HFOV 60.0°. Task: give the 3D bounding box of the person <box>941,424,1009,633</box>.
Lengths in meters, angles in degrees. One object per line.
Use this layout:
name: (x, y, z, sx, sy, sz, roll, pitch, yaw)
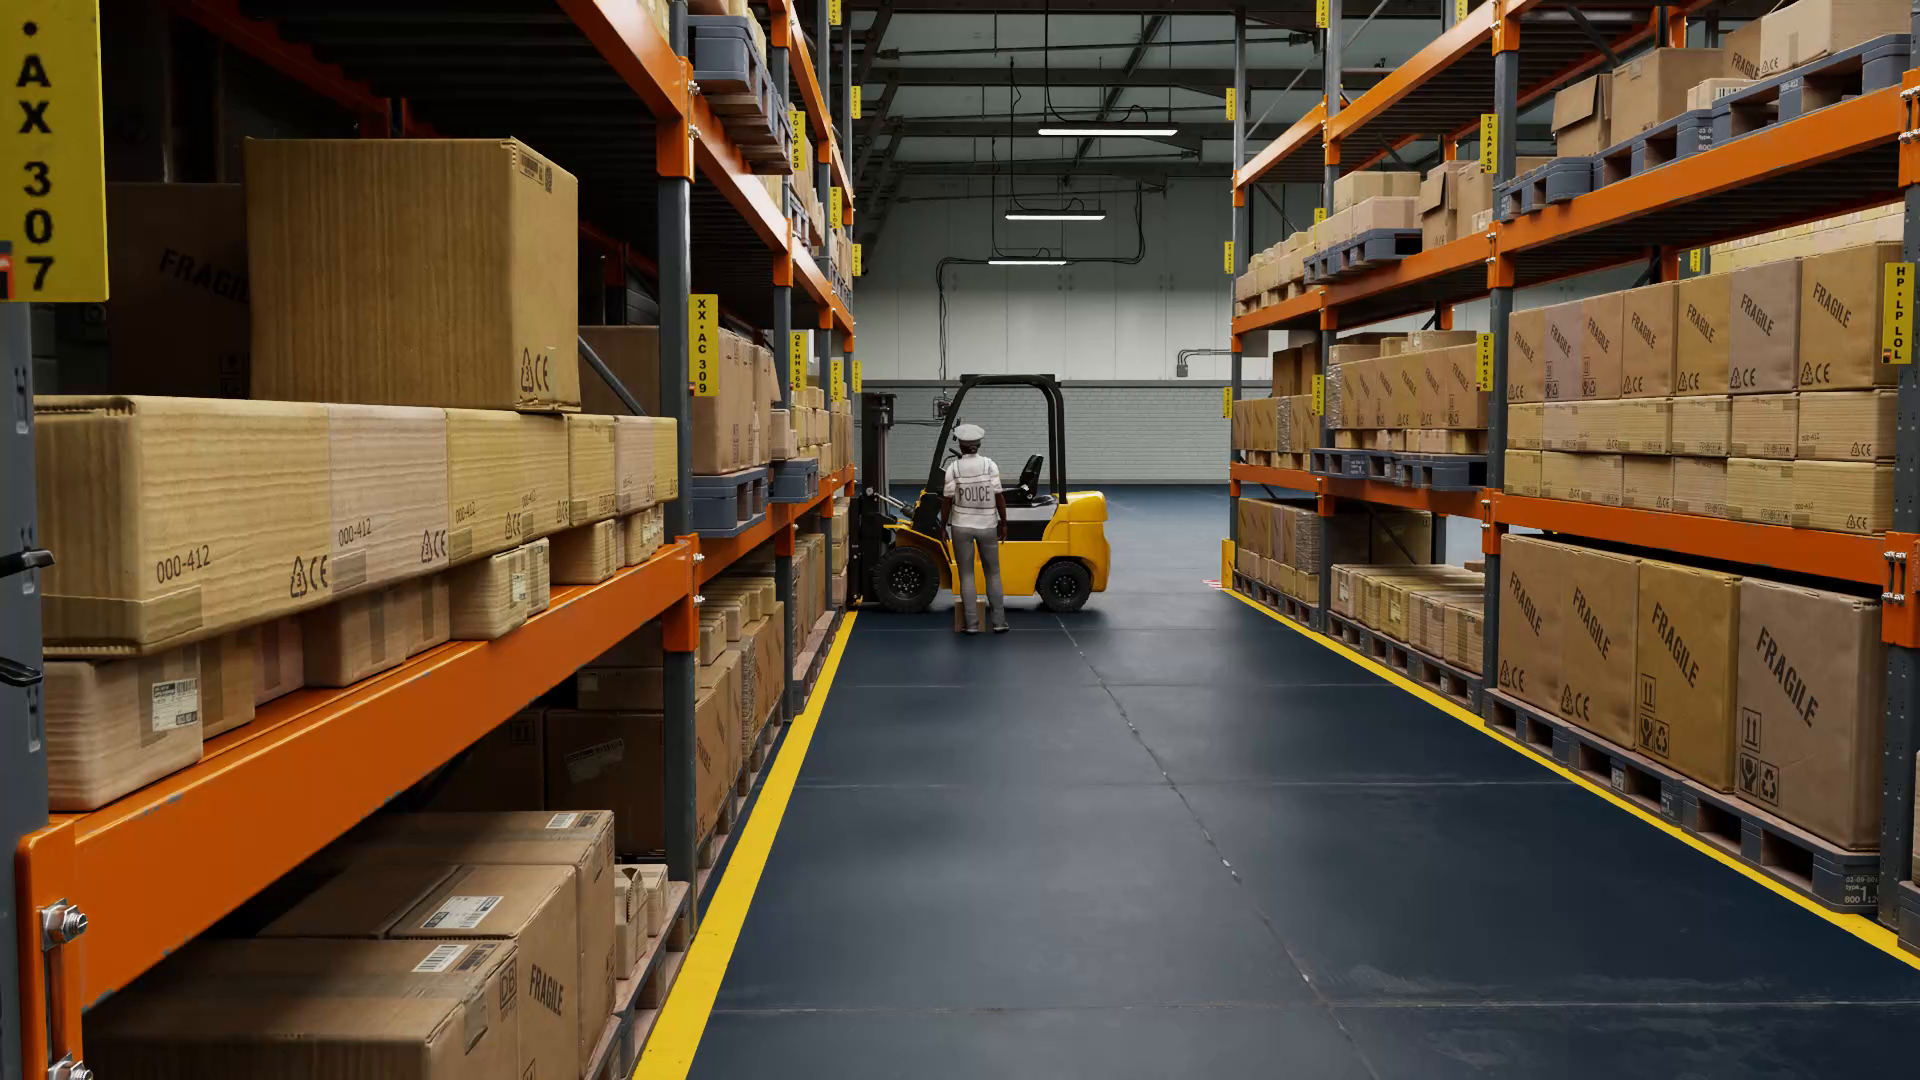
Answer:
person: (0.125, -0.093, 13.497, 0.568, 1.694, 0.529, 0, 4, -1)
